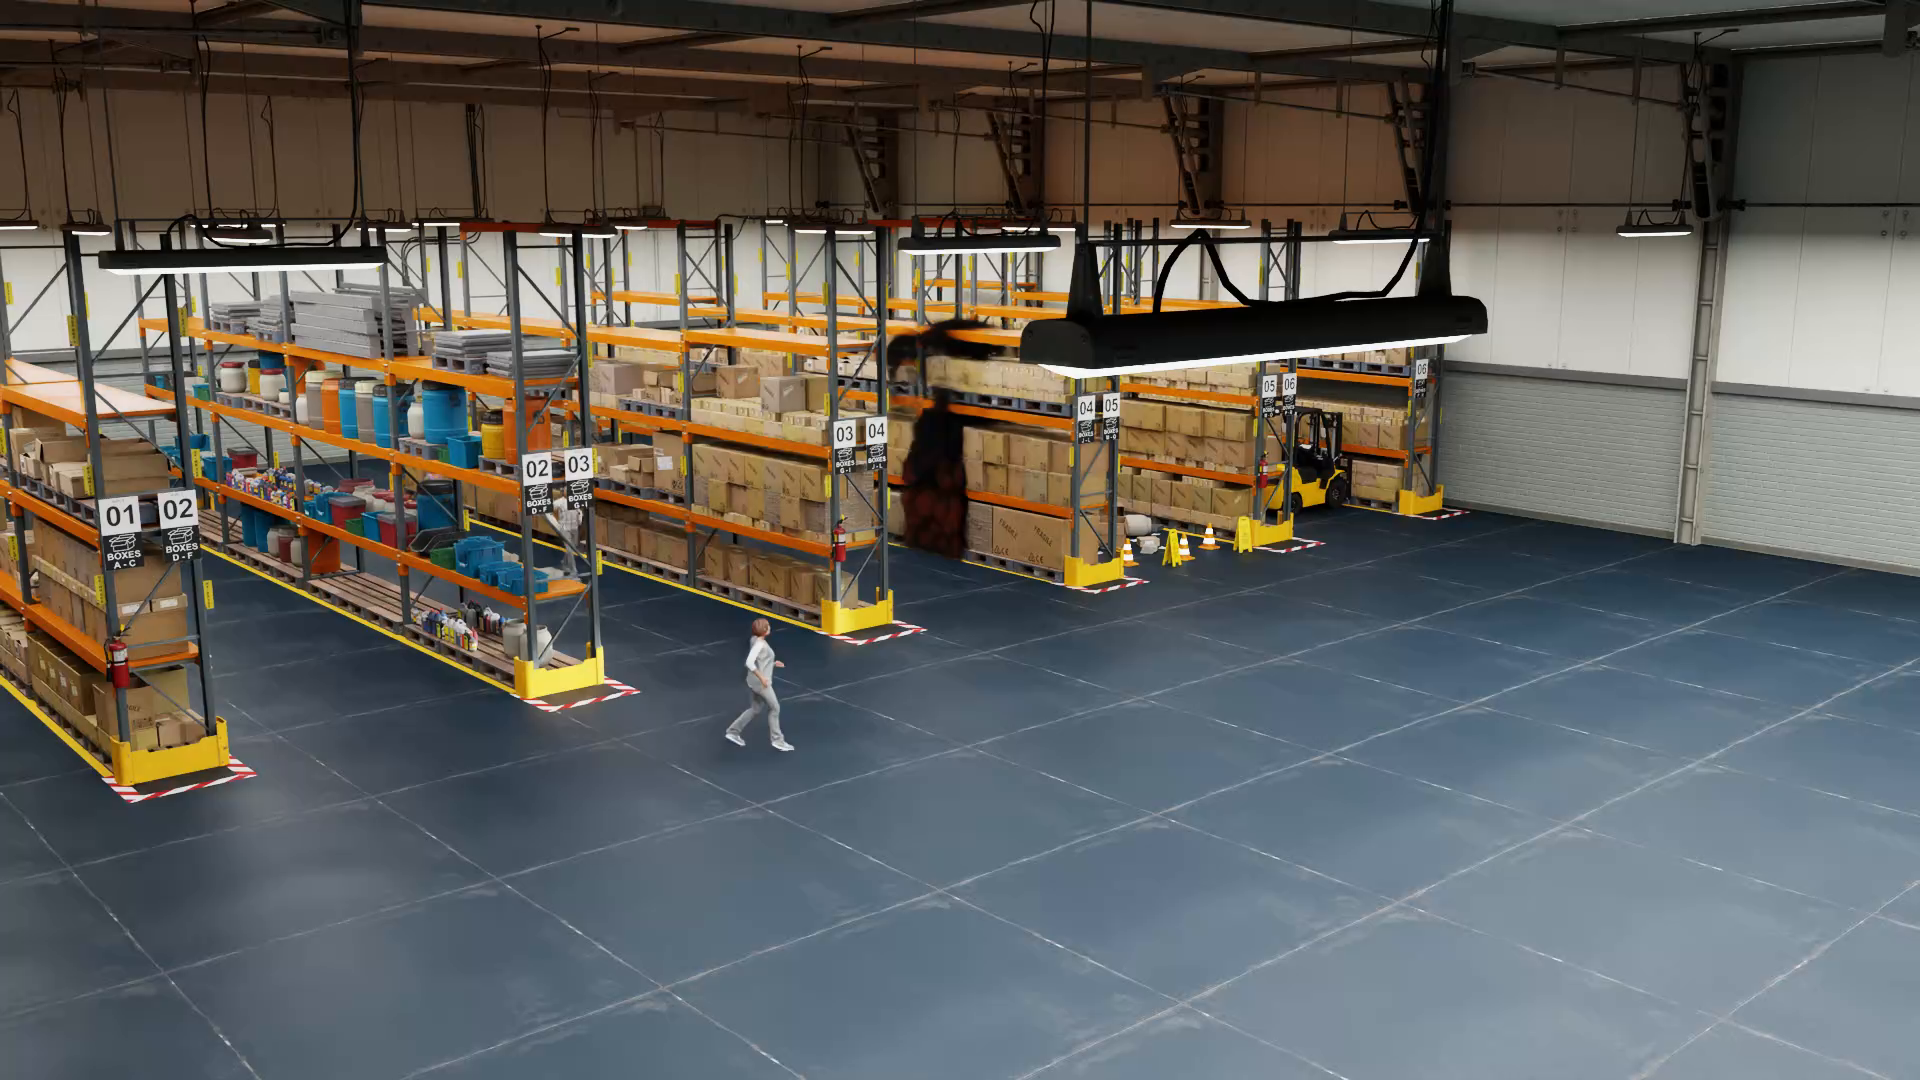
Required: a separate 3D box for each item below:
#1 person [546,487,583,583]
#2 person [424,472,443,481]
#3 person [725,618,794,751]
[{"bbox_3d":[-6.712,-0.159,28.409,0.620,1.701,0.774,-10,15,-41],"label":"person"},{"bbox_3d":[-9.830,-0.687,31.240,0.653,1.631,0.514,11,16,44],"label":"person"},{"bbox_3d":[-2.351,1.699,19.410,0.790,1.615,0.552,-4,12,-17],"label":"person"}]
